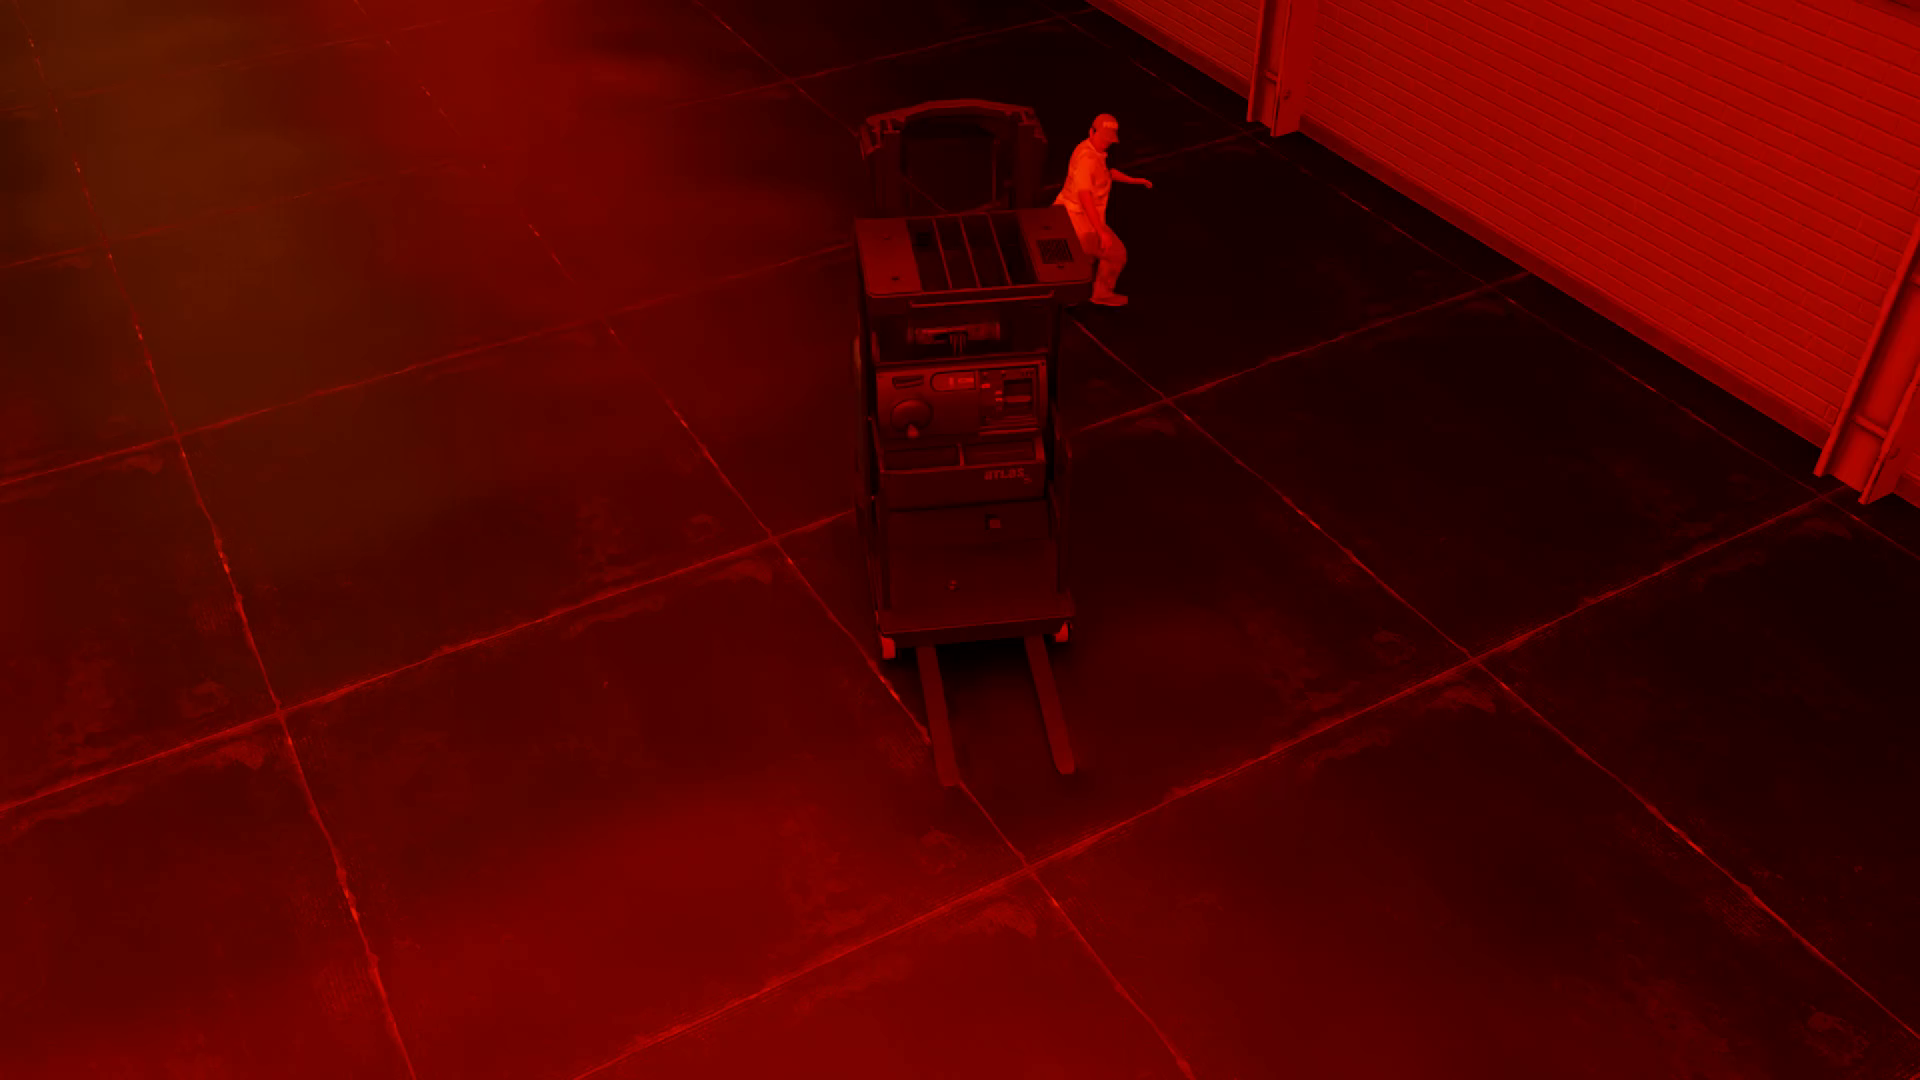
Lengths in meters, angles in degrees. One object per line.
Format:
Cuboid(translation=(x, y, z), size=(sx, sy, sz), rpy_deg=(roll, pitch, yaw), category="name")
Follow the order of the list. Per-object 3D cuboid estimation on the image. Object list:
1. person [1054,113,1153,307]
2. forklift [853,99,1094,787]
Cuboid(translation=(1.028, -2.283, 11.897), size=(0.811, 1.537, 0.817), rpy_deg=(-9, 40, -10), category="person")
Cuboid(translation=(0.044, -0.686, 8.863), size=(1.130, 2.935, 3.031), rpy_deg=(-5, 40, -6), category="forklift")
